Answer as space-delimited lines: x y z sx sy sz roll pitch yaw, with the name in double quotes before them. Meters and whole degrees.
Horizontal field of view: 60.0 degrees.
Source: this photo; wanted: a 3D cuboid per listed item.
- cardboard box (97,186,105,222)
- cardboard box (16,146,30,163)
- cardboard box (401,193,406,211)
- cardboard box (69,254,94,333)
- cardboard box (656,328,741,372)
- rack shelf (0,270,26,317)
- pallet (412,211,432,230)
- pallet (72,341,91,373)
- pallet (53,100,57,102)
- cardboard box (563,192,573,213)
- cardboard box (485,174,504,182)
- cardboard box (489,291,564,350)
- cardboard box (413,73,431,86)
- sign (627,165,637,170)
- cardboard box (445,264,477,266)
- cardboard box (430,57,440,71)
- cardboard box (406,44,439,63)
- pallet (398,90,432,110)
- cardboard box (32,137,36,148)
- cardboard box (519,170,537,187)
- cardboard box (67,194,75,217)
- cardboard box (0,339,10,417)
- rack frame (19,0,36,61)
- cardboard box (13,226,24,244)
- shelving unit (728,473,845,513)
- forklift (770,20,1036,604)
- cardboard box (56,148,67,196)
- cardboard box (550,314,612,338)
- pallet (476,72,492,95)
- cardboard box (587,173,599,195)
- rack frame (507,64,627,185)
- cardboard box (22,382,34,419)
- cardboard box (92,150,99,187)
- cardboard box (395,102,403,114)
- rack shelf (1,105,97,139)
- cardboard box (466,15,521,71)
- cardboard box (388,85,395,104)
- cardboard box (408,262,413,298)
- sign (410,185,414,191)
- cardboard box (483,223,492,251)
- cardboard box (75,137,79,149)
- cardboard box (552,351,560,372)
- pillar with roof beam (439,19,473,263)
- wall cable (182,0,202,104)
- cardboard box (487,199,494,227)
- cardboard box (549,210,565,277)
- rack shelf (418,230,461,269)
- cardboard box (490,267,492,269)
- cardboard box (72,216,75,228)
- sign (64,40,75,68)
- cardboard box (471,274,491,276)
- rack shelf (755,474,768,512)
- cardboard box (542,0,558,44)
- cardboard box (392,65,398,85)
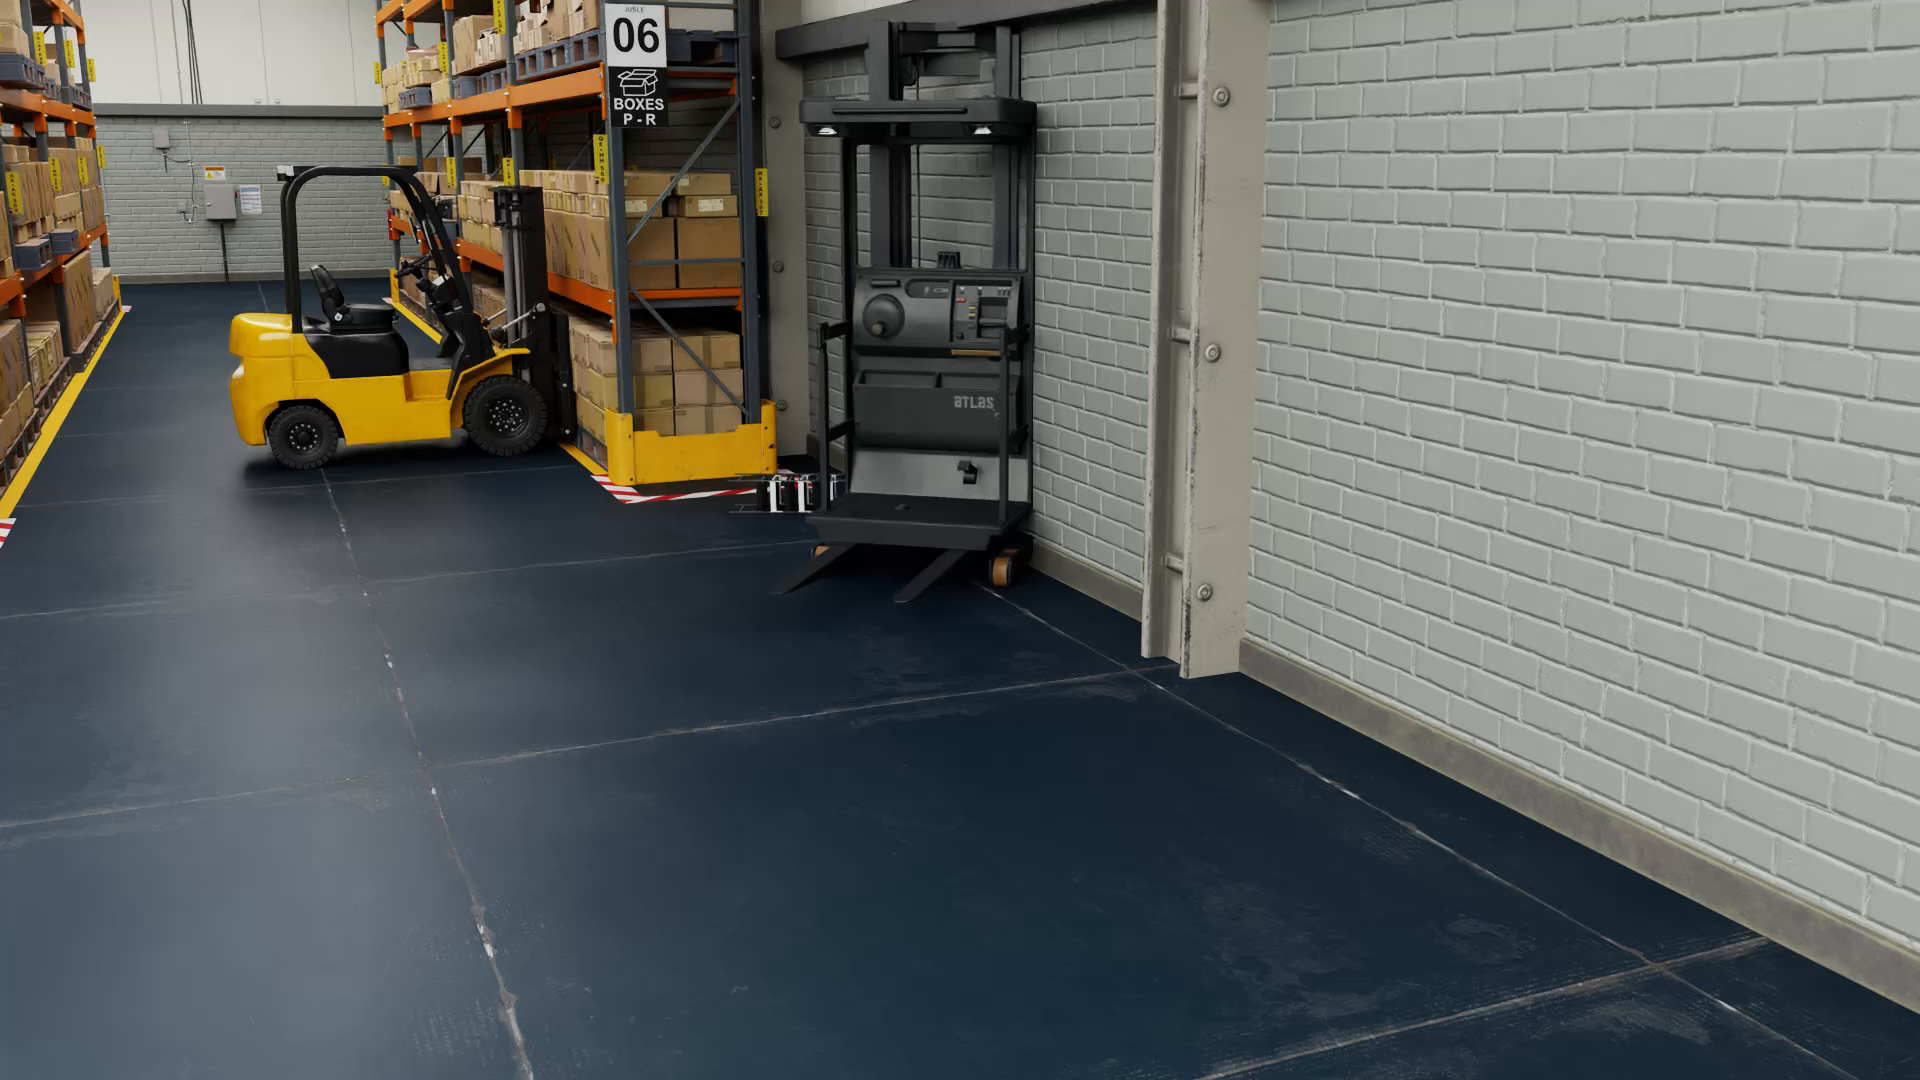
"cardboard box" -12.425 -4.754 23.537 0.500 0.500 0.500 -6 14 -23
"cardboard box" -8.742 -3.530 15.219 0.380 0.149 0.250 -6 14 -26
"cardboard box" -7.747 -4.872 23.940 0.500 0.250 0.500 -6 14 -24
"cardboard box" -10.568 -2.817 19.172 0.875 0.875 0.875 -5 14 -21
"cardboard box" -1.924 -1.393 12.186 0.500 0.250 0.500 -6 14 -24
"rack shelf" -7.253 -1.538 11.459 1.077 0.370 4.000 -6 14 -23
"pallet" -6.492 -4.135 21.511 1.003 0.211 1.213 -6 14 -23
"pallet" -9.903 -1.940 17.782 1.003 0.211 1.213 -6 14 -23
"pallet" -10.413 -4.857 17.969 1.003 0.211 1.213 -5 14 -20
"cardboard box" -2.837 -2.599 12.785 0.380 0.149 0.250 -6 14 -23
"cardboard box" -5.172 -3.951 19.137 0.500 0.500 0.500 -5 14 -20
"cardboard box" -4.333 -2.222 17.152 0.875 0.625 0.625 -6 14 -25
"cardboard box" -6.545 -5.688 20.544 0.380 0.149 0.250 -6 14 -24
"sign" -2.999 -3.262 15.216 0.100 0.325 0.005 -6 14 -23
"cardboard box" -6.395 -3.451 21.302 0.380 0.149 0.250 -6 14 -24
"cardboard box" -6.038 -5.617 19.625 0.380 0.149 0.250 -6 14 -23
"cardboard box" -6.911 -6.249 21.392 0.396 0.266 0.258 -6 14 -24
"pallet" -6.515 -5.633 21.319 1.213 0.211 1.003 -6 14 -23
"cardboard box" -11.770 -4.958 20.763 0.380 0.149 0.250 -6 14 -23
"cardboard box" -3.651 -3.168 14.586 0.380 0.149 0.250 -5 14 -22
"cardboard box" -10.218 -3.743 18.613 0.500 0.250 0.500 -5 14 -22
"cardboard box" -6.938 -1.114 11.536 0.500 0.500 0.500 -5 14 -22
"rack frame" -9.656 -6.051 16.058 1.000 3.000 0.127 -6 14 -23
"cardboard box" -7.986 -2.527 13.761 0.380 0.149 0.250 -5 14 -22
"shelving unit" -1.022 -0.303 10.696 0.900 0.210 0.258 0 13 2
"forklift" -0.181 -1.273 8.871 1.130 2.935 3.031 3 13 14
"cardboard box" -10.030 -3.998 18.053 0.500 0.500 0.500 -5 14 -21
"cardboard box" -2.992 -1.657 13.328 0.500 0.250 0.500 -6 14 -24
"pallet" -4.305 -4.584 16.790 1.003 0.211 1.213 -5 14 -20
"cardboard box" -2.498 -2.589 12.084 0.380 0.149 0.250 -5 14 -22
"rack frame" -3.507 -2.751 15.104 1.000 3.000 0.127 -6 14 -23
"cardboard box" -7.571 -1.069 13.003 0.500 0.250 0.500 -5 14 -20
"cardboard box" -12.213 -5.134 22.959 0.500 0.500 0.500 -6 14 -23
"cardboard box" -7.770 -6.106 23.504 0.380 0.149 0.250 -5 14 -22
"rack shelf" -12.060 -5.479 21.833 1.077 0.370 4.000 -6 14 -23
"cardboard box" -4.635 -4.959 16.616 0.500 0.500 0.500 -5 14 -22
"cardboard box" -7.971 -6.437 24.051 0.500 0.250 0.500 -6 14 -25
"cardboard box" -7.729 -3.784 24.178 0.500 0.500 0.500 -5 14 -22
"sign" -7.206 -4.775 21.929 0.100 0.325 0.005 -6 14 -23
"cardboard box" -4.540 -3.073 16.829 0.500 0.250 0.500 -5 14 -21
"cardboard box" -11.449 -5.053 21.171 0.380 0.149 0.250 -6 14 -23
"cardboard box" -3.000 -1.419 13.405 0.500 0.250 0.500 -6 14 -23
"pillar with roof beam" -12.513 -8.403 26.218 9.100 9.000 0.400 -6 14 -23
"wall cable" -12.140 -9.183 29.507 2.988 3.039 0.133 -6 14 -23
"cardboard box" -4.350 -3.212 16.318 0.500 0.250 0.500 -5 14 -22
"cardboard box" -2.959 -2.368 13.228 0.500 0.500 0.500 -6 14 -23
"rack shelf" -5.911 -3.640 20.541 1.077 0.370 4.000 -6 14 -23
"cardboard box" -5.669 -3.338 20.814 0.380 0.149 0.250 -6 14 -25
"cardboard box" -10.460 -3.601 19.107 0.500 0.250 0.500 -6 14 -24
"sign" -10.765 -5.872 20.093 0.100 0.325 0.005 -6 14 -23
"cardboard box" -5.677 -3.013 19.410 0.380 0.149 0.250 -6 15 -26
"rack shelf" -1.258 -0.303 10.705 0.077 0.200 0.258 0 13 2
"cardboard box" -2.823 -4.104 12.915 0.797 0.503 0.637 -5 14 -21
"cardboard box" -7.753 -6.579 23.555 0.500 0.250 0.500 -5 14 -21
